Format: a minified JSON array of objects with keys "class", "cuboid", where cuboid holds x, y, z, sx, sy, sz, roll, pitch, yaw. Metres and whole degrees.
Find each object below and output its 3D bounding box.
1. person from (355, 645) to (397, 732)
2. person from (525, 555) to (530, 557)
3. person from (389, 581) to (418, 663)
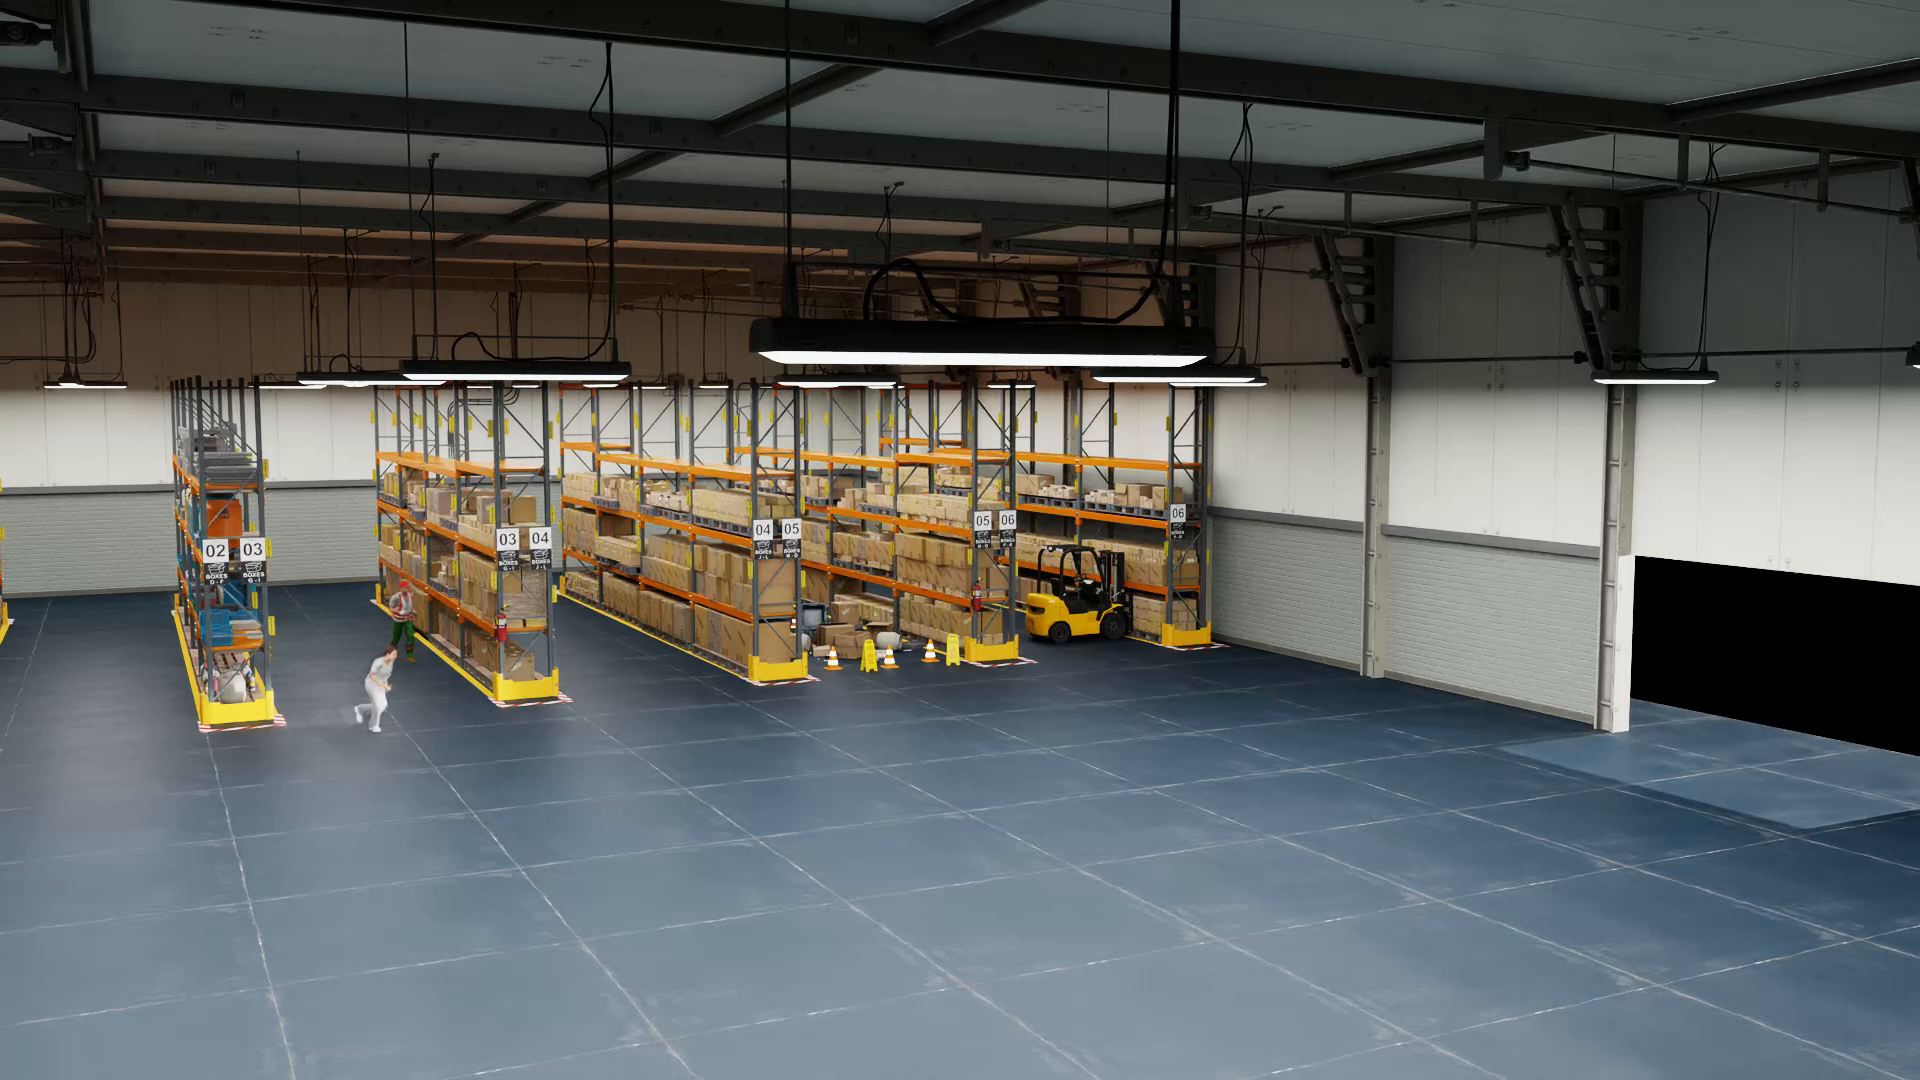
[{"class":"person","cuboid":[-9.861,2.496,28.138,0.856,1.482,0.575,2,5,19]},{"class":"person","cuboid":[-12.279,0.763,46.892,0.592,1.679,0.782,-1,5,-15]},{"class":"person","cuboid":[-11.820,1.713,35.219,0.683,1.754,0.985,-5,7,-42]}]
